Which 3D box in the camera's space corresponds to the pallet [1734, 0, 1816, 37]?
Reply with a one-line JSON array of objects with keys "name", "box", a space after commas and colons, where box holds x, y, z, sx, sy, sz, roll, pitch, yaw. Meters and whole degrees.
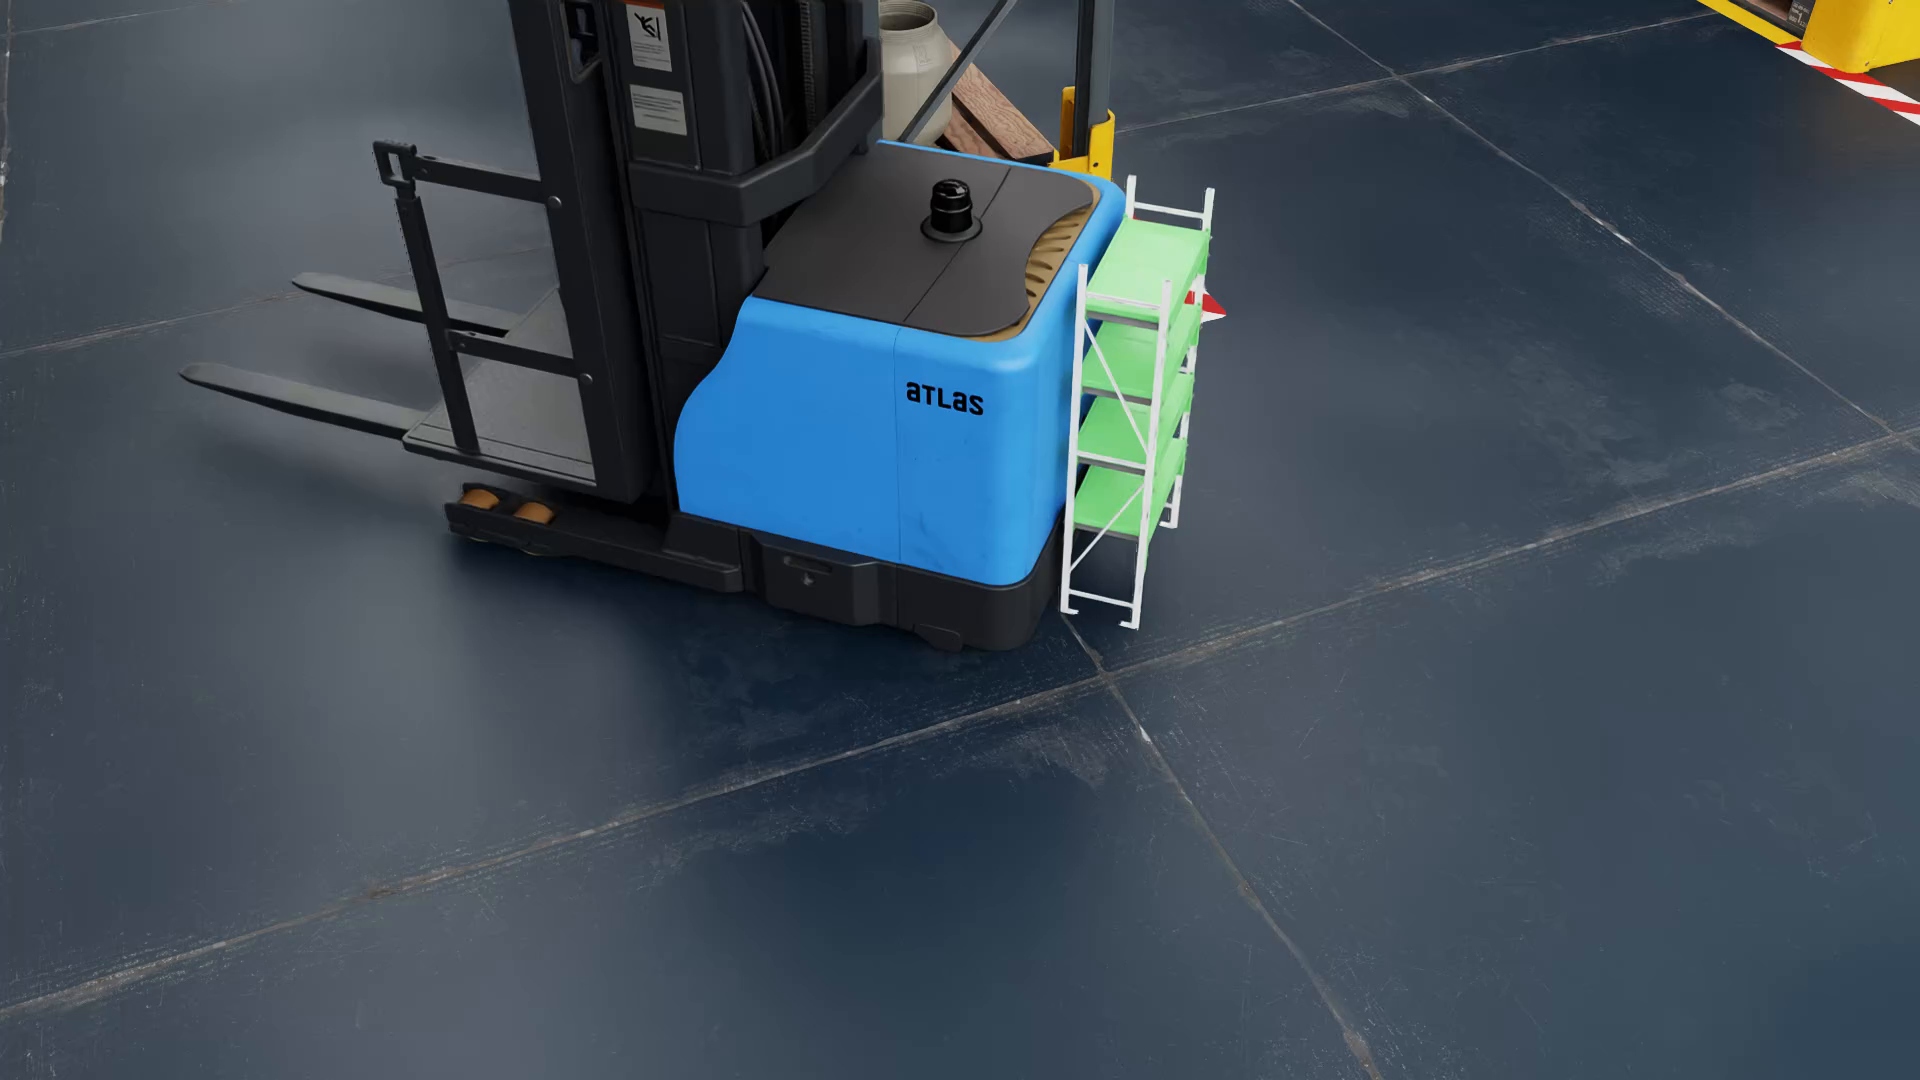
[{"name": "pallet", "box": [4.349, -3.001, 8.578, 1.003, 0.211, 1.213, -15, 43, -17]}]

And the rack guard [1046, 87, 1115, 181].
[{"name": "rack guard", "box": [0.007, -1.365, 6.454, 1.175, 0.500, 0.348, -15, 43, -17]}]

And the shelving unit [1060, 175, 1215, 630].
[{"name": "shelving unit", "box": [0.496, -0.369, 4.759, 0.258, 1.200, 0.503, 13, 42, 14]}]

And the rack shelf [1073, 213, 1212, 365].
[{"name": "rack shelf", "box": [0.496, -0.685, 4.488, 0.258, 0.148, 0.480, 13, 42, 14]}]

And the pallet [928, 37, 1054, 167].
[{"name": "pallet", "box": [-0.299, -1.746, 7.119, 1.003, 0.211, 1.213, -15, 43, -17]}]

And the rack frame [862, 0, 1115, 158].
[{"name": "rack frame", "box": [0.080, -2.279, 5.599, 1.000, 3.000, 0.127, -15, 43, -17]}]

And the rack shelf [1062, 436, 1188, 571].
[{"name": "rack shelf", "box": [0.496, -0.139, 4.957, 0.258, 0.148, 0.480, 13, 42, 14]}]

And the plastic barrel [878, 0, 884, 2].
[{"name": "plastic barrel", "box": [-0.434, -2.174, 7.063, 0.421, 0.512, 0.421, 0, 41, 0]}]

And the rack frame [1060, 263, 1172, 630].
[{"name": "rack frame", "box": [0.417, -0.219, 4.584, 0.240, 1.200, 0.015, 13, 42, 14]}]

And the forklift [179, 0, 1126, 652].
[{"name": "forklift", "box": [-1.075, -1.372, 4.598, 3.031, 2.935, 1.130, 13, 42, 15]}]

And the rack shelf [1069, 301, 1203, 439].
[{"name": "rack shelf", "box": [0.496, -0.503, 4.644, 0.258, 0.148, 0.480, 13, 42, 14]}]

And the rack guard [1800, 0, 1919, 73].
[{"name": "rack guard", "box": [4.627, -2.612, 7.904, 1.175, 0.500, 0.348, -15, 43, -17]}]

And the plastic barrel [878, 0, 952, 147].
[{"name": "plastic barrel", "box": [-0.243, -1.872, 6.712, 0.421, 0.512, 0.421, 0, 41, 0]}]

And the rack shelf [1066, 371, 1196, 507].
[{"name": "rack shelf", "box": [0.496, -0.321, 4.801, 0.258, 0.148, 0.480, 13, 42, 14]}]

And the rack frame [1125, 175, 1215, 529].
[{"name": "rack frame", "box": [0.576, -0.519, 4.934, 0.240, 1.200, 0.015, 13, 42, 14]}]
